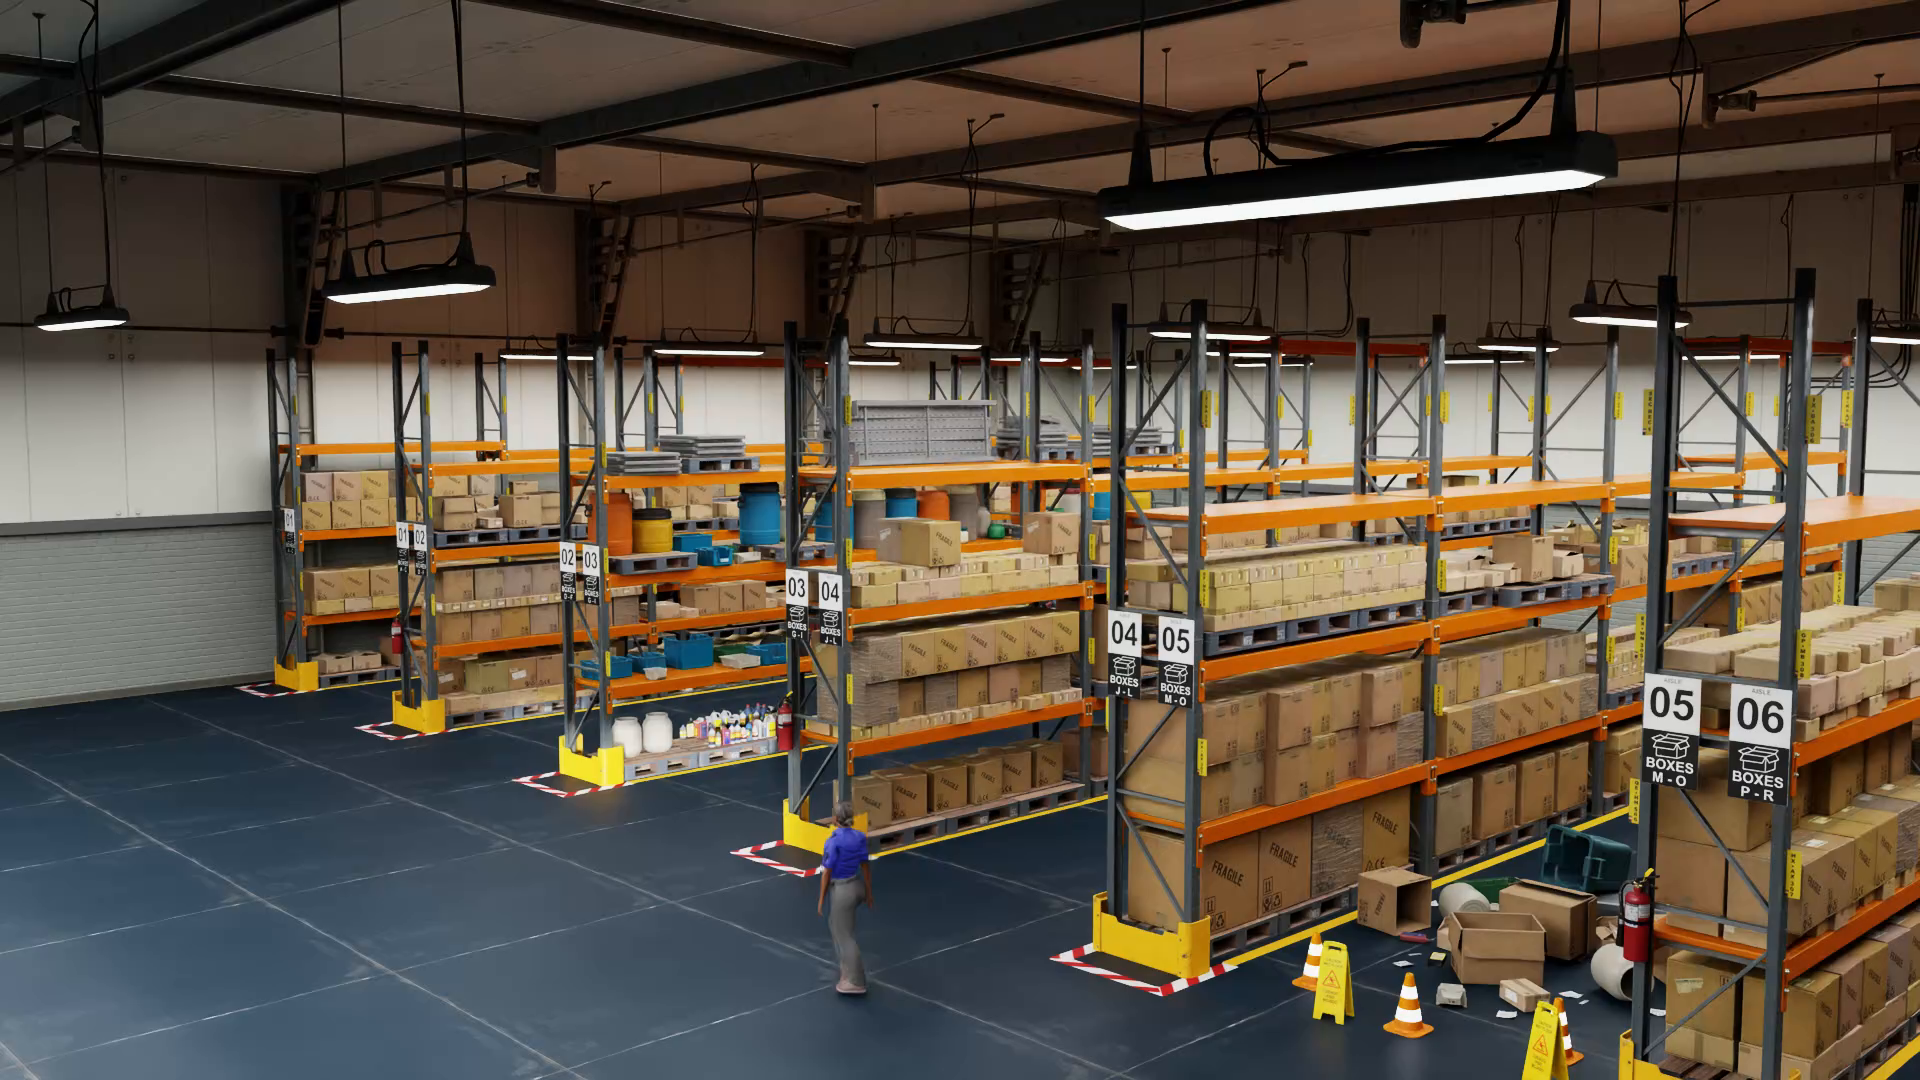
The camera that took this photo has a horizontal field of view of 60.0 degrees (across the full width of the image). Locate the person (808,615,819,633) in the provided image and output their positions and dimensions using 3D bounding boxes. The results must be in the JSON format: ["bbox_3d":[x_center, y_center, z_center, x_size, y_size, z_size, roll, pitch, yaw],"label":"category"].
[{"bbox_3d":[-2.853,1.184,35.765,0.967,1.757,0.612,-2,5,-20],"label":"person"}]

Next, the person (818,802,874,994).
[{"bbox_3d":[-1.010,3.113,14.381,0.484,1.716,0.435,2,5,25],"label":"person"}]
